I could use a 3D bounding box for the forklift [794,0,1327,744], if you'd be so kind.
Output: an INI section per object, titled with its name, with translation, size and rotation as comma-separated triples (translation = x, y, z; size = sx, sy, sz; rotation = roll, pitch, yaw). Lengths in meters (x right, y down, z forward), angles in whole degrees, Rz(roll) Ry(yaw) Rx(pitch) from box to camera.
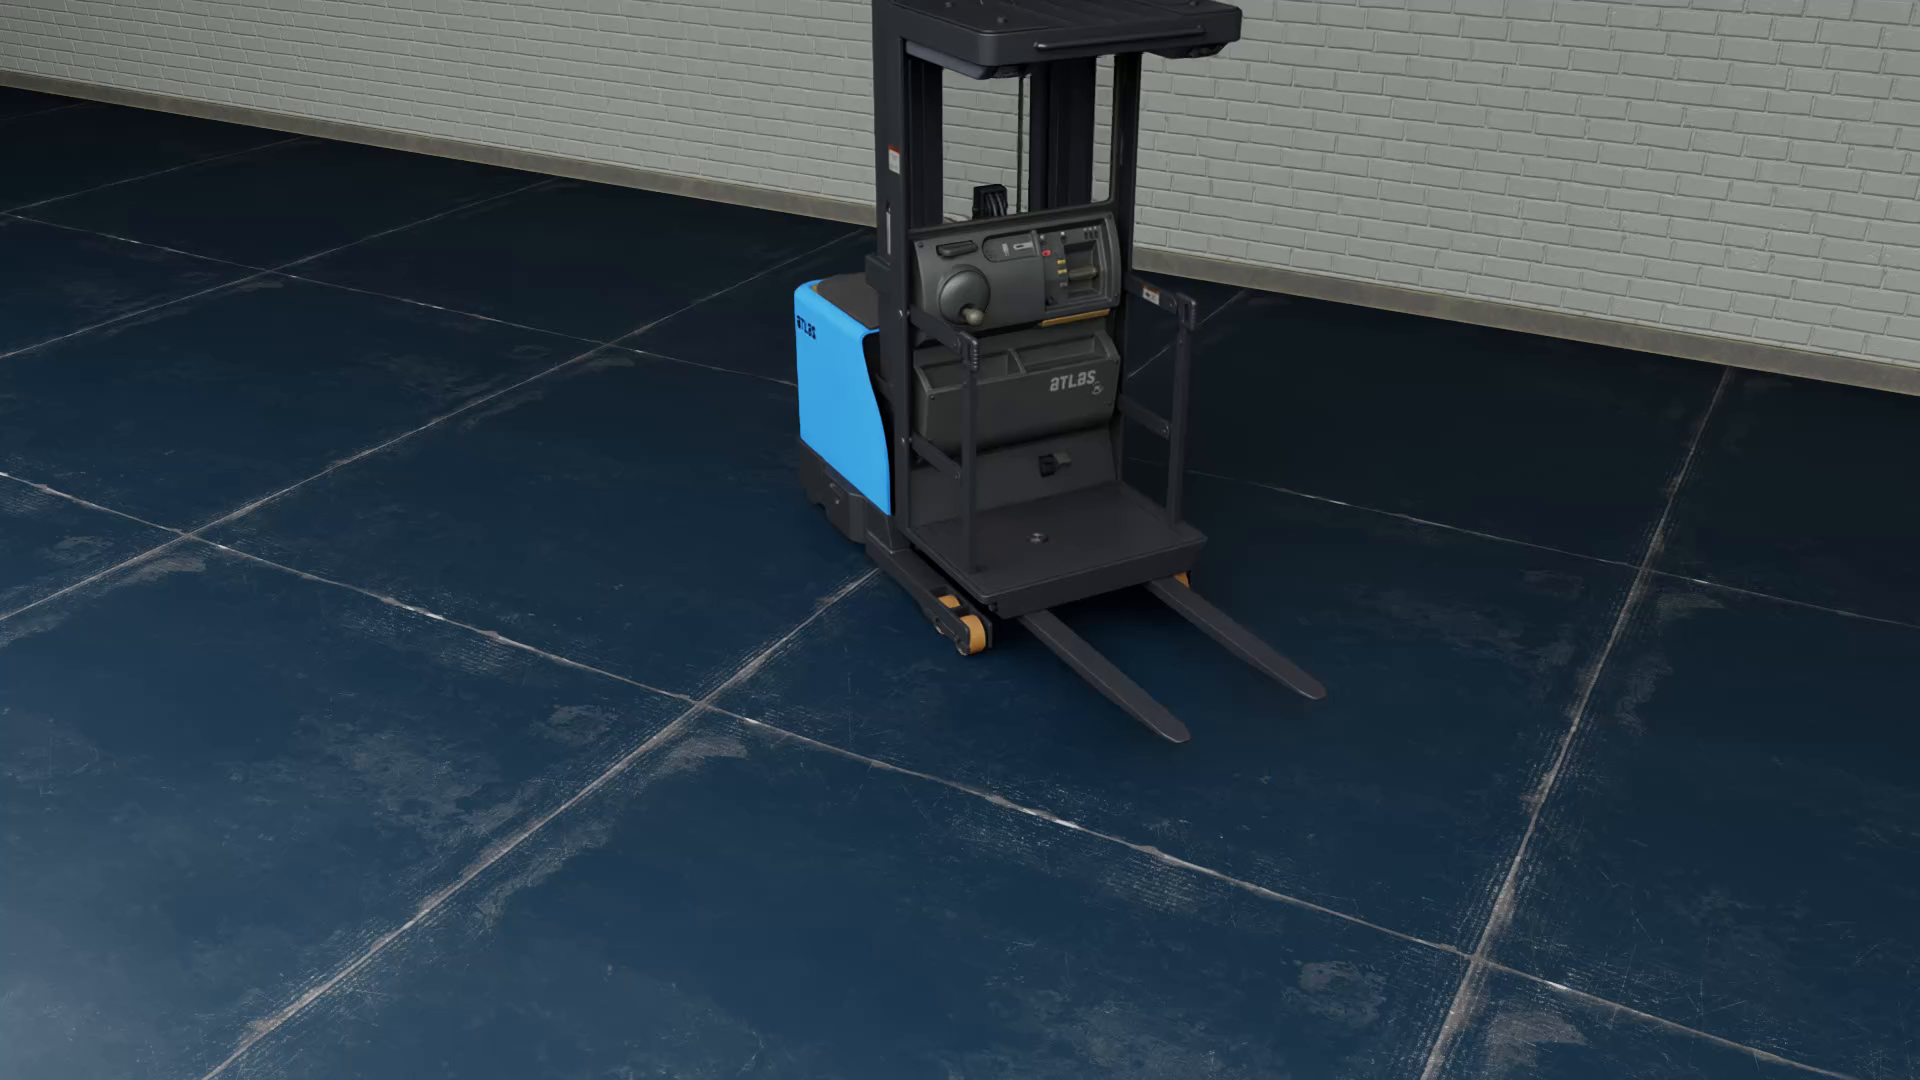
[forklift]
translation = 0.347, -1.068, 6.610
size = 1.130, 2.935, 3.031
rotation = -13, 30, -25
